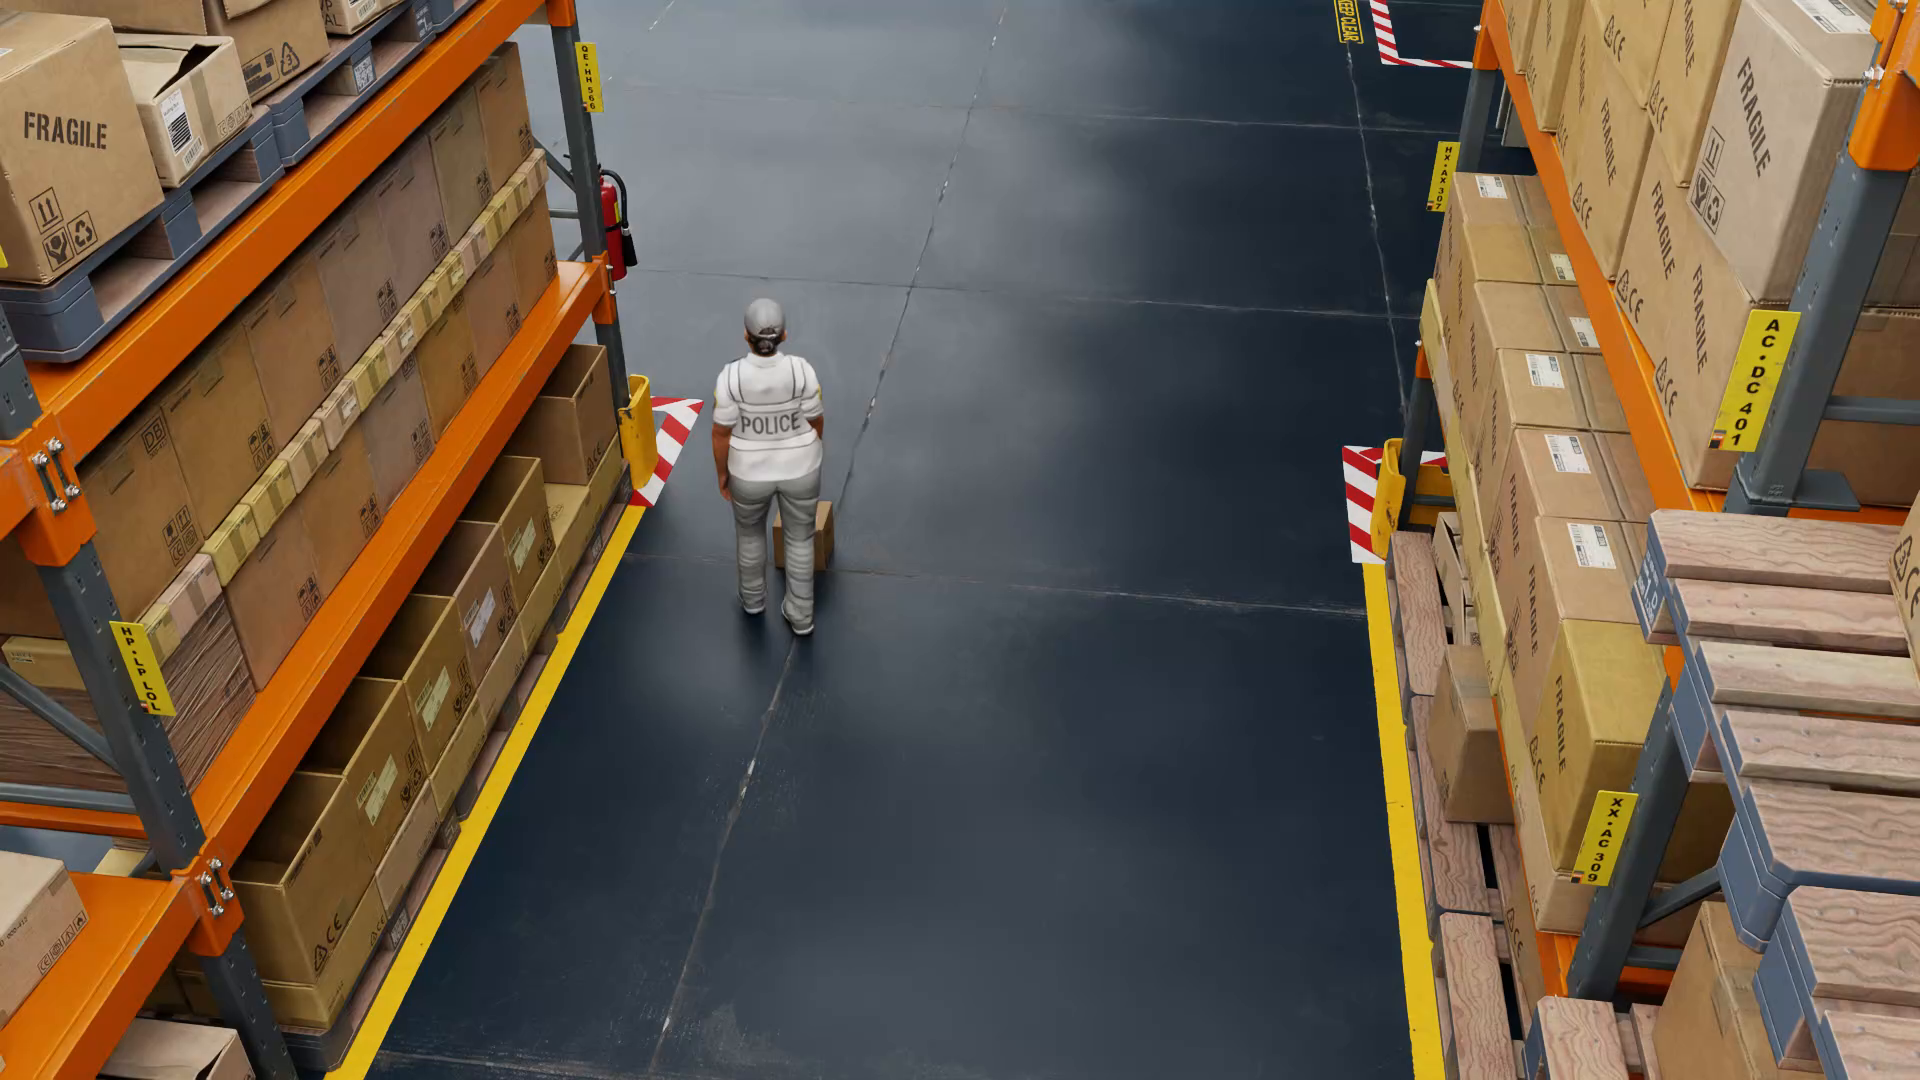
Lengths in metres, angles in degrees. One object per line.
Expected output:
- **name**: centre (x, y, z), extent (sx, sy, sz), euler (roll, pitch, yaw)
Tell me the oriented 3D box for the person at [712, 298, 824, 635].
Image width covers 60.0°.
- **person**: centre (-0.849, -0.333, 7.489), extent (0.495, 1.683, 0.503), euler (-5, 37, -6)
